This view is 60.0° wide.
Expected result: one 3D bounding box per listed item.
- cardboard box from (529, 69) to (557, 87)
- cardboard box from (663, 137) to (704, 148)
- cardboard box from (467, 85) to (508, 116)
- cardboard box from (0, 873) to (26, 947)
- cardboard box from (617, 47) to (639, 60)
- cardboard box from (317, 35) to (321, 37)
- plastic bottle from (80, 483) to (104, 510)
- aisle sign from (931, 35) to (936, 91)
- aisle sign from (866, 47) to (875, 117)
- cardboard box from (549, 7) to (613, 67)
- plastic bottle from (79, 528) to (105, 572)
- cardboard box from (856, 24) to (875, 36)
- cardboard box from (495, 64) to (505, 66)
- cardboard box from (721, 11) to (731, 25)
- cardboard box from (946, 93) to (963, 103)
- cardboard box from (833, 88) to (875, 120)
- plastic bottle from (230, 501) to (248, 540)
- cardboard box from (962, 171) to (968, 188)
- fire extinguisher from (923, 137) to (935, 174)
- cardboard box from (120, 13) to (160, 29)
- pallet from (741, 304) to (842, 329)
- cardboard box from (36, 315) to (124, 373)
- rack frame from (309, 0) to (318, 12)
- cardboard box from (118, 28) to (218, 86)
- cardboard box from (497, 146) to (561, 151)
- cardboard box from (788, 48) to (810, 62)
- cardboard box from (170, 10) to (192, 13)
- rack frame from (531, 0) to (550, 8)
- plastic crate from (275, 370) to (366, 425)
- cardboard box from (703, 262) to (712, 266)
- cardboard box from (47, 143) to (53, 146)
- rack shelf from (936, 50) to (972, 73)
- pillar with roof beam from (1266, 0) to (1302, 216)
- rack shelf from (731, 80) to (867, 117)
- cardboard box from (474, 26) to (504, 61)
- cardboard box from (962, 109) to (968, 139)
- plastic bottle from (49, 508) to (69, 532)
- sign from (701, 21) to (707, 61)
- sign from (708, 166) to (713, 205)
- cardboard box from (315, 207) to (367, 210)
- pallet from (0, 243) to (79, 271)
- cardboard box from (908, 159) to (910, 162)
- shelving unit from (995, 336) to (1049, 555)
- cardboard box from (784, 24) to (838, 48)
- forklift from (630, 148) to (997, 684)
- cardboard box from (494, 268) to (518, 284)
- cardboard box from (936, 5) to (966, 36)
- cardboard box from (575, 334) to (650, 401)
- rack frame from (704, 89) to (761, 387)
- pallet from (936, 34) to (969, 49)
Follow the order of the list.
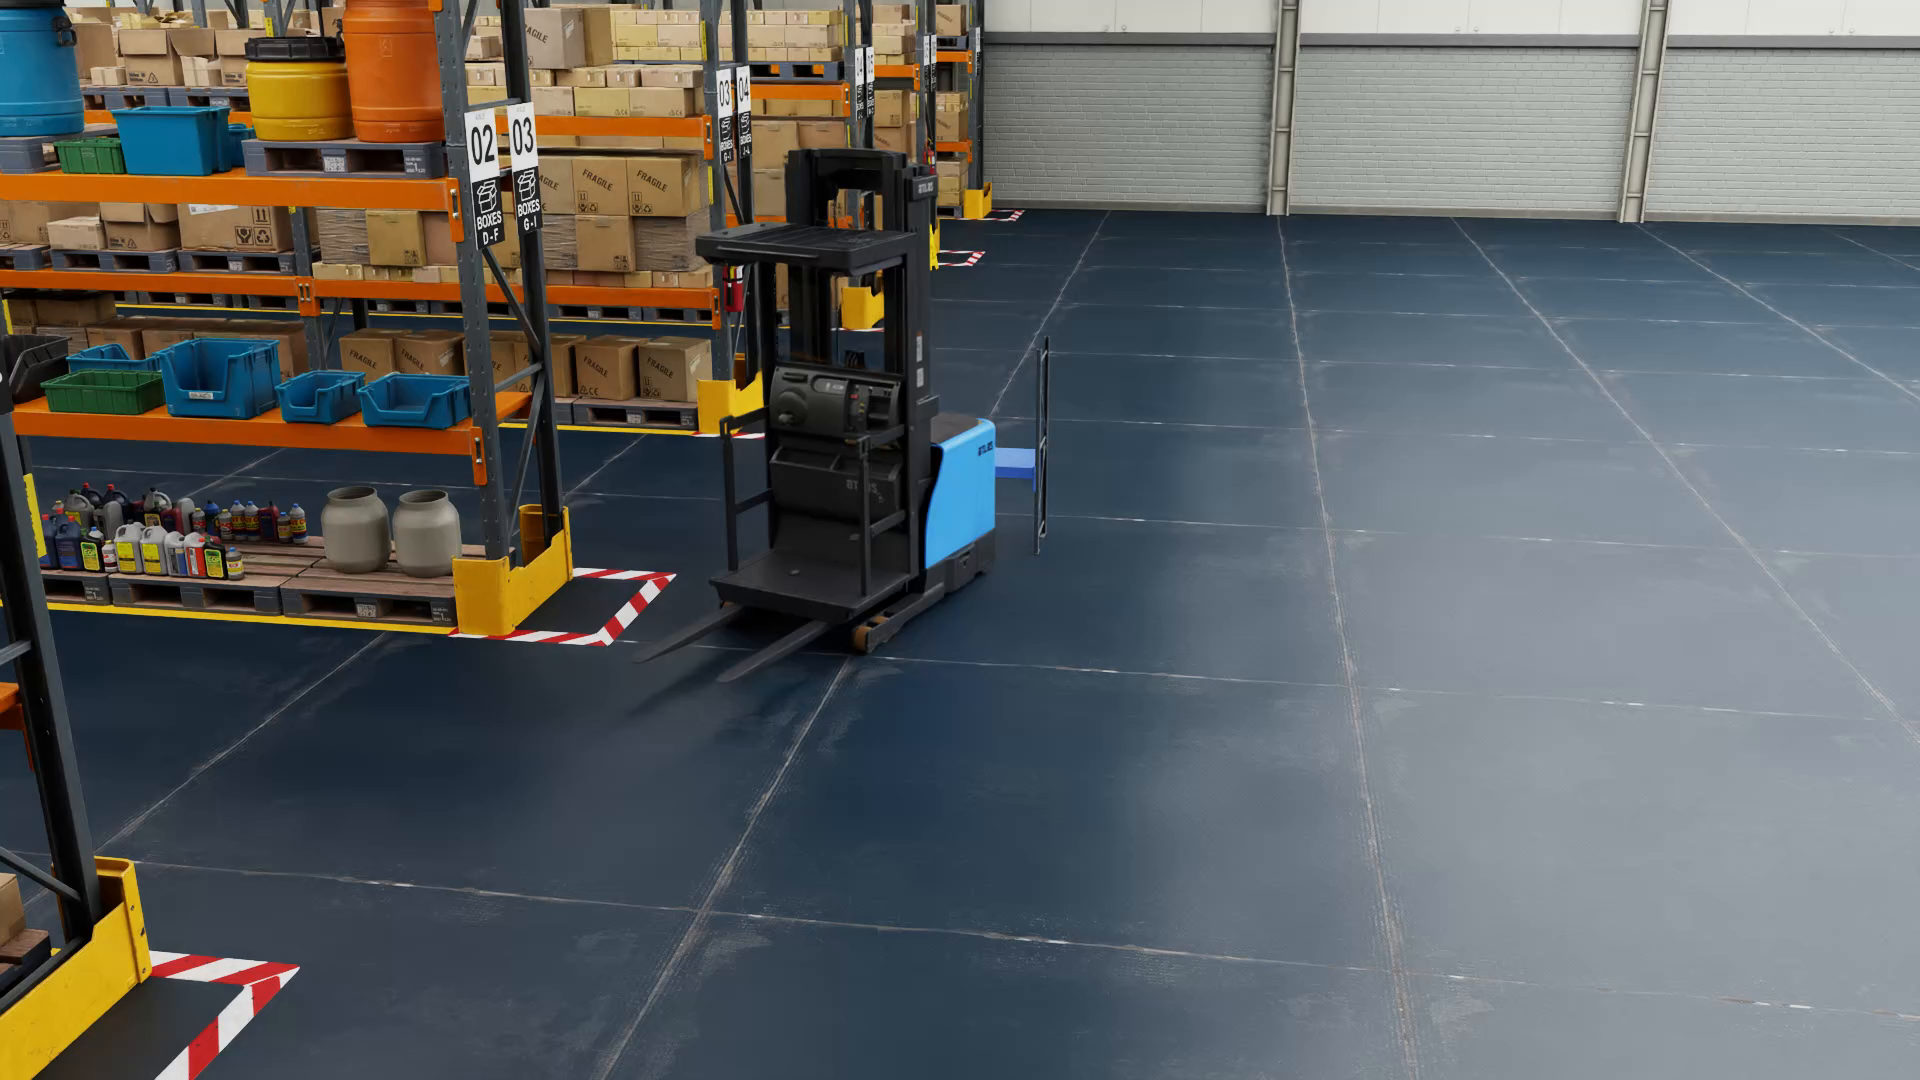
[{"bbox_3d":[-3.673,-4.091,14.682,0.250,0.149,0.380,2,19,6],"label":"cardboard box"},{"bbox_3d":[-3.172,-4.785,19.937,0.500,0.550,0.875,3,19,9],"label":"cardboard box"},{"bbox_3d":[-4.077,-3.939,14.856,0.500,0.250,0.500,3,19,8],"label":"cardboard box"},{"bbox_3d":[-4.135,1.545,6.629,0.500,0.250,0.500,3,19,9],"label":"cardboard box"},{"bbox_3d":[-3.818,-5.691,19.433,0.250,0.149,0.380,3,19,8],"label":"cardboard box"},{"bbox_3d":[-7.396,-5.988,20.066,0.500,0.311,0.500,3,19,8],"label":"cardboard box"},{"bbox_3d":[-6.119,-0.226,11.733,0.185,0.351,0.144,2,19,7],"label":"plastic bottle"},{"bbox_3d":[-0.383,-6.998,24.393,0.004,0.787,0.394,3,19,9],"label":"aisle sign"},{"bbox_3d":[-1.061,-5.438,19.732,0.004,0.787,0.394,3,19,9],"label":"aisle sign"},{"bbox_3d":[-3.488,-4.574,15.104,0.500,0.500,0.500,3,19,8],"label":"cardboard box"},{"bbox_3d":[-5.727,0.065,10.969,0.133,0.283,0.061,4,19,11],"label":"plastic bottle"},{"bbox_3d":[-1.378,-7.309,23.832,0.250,0.149,0.380,3,19,8],"label":"cardboard box"},{"bbox_3d":[-4.094,-4.276,15.237,0.250,0.149,0.380,2,19,7],"label":"cardboard box"},{"bbox_3d":[-2.567,-6.005,19.116,0.250,0.149,0.380,3,19,9],"label":"cardboard box"},{"bbox_3d":[-0.097,-7.674,28.863,0.250,0.149,0.380,3,19,9],"label":"cardboard box"},{"bbox_3d":[-1.531,-6.319,24.258,0.500,0.500,0.700,3,19,9],"label":"cardboard box"},{"bbox_3d":[-5.029,-0.141,11.602,0.097,0.271,0.097,0,18,0],"label":"plastic bottle"},{"bbox_3d":[-0.141,-6.447,29.728,0.500,0.250,0.500,3,19,10],"label":"cardboard box"},{"bbox_3d":[-0.454,-5.484,24.088,0.183,0.674,0.296,3,19,9],"label":"fire extinguisher"},{"bbox_3d":[-10.027,-6.311,20.345,0.258,0.266,0.396,3,19,9],"label":"cardboard box"},{"bbox_3d":[-1.981,-2.808,20.364,1.213,0.211,1.003,3,19,9],"label":"pallet"},{"bbox_3d":[-8.750,-1.941,16.622,0.500,0.500,0.700,1,19,4],"label":"cardboard box"},{"bbox_3d":[-11.558,-10.675,30.026,0.127,3.000,1.000,3,19,9],"label":"rack frame"},{"bbox_3d":[-7.394,-4.540,15.593,0.637,0.503,0.797,4,19,11],"label":"cardboard box"},{"bbox_3d":[-4.046,-3.417,15.587,0.500,0.500,0.500,3,19,9],"label":"cardboard box"},{"bbox_3d":[-1.810,-5.589,19.127,0.250,0.149,0.380,3,19,9],"label":"cardboard box"},{"bbox_3d":[-14.112,-9.608,30.542,0.500,0.250,0.500,3,19,8],"label":"cardboard box"},{"bbox_3d":[-5.128,-7.161,19.524,0.127,3.000,1.000,3,19,9],"label":"rack frame"},{"bbox_3d":[-4.033,-0.910,10.530,0.408,0.251,0.499,3,19,9],"label":"plastic crate"},{"bbox_3d":[-2.309,-2.536,15.552,0.250,0.149,0.380,3,19,9],"label":"cardboard box"},{"bbox_3d":[-11.578,-5.069,21.521,0.250,0.149,0.380,2,19,7],"label":"cardboard box"},{"bbox_3d":[-1.685,-8.408,29.112,4.000,0.370,1.077,3,19,9],"label":"rack shelf"},{"bbox_3d":[4.987,-8.738,24.236,0.400,9.000,9.100,3,19,9],"label":"pillar with roof beam"},{"bbox_3d":[-3.154,-5.297,19.814,4.000,0.370,1.077,3,19,9],"label":"rack shelf"},{"bbox_3d":[-6.882,-7.477,25.033,0.637,0.503,0.797,3,19,9],"label":"cardboard box"},{"bbox_3d":[-0.155,-7.386,29.491,0.500,0.500,0.500,4,19,10],"label":"cardboard box"},{"bbox_3d":[-6.046,-0.043,11.185,0.185,0.351,0.144,3,19,9],"label":"plastic bottle"},{"bbox_3d":[-2.173,-4.236,14.113,0.005,0.325,0.100,3,19,9],"label":"sign"},{"bbox_3d":[-2.173,-3.092,14.495,0.005,0.325,0.100,3,19,9],"label":"sign"},{"bbox_3d":[-5.611,-3.328,15.320,0.500,0.500,0.500,3,19,9],"label":"cardboard box"},{"bbox_3d":[-9.244,-2.875,16.472,1.003,0.211,1.213,3,19,9],"label":"pallet"},{"bbox_3d":[-0.897,-5.504,24.420,0.250,0.149,0.380,4,19,10],"label":"cardboard box"},{"bbox_3d":[0.086,-0.708,12.057,1.048,1.500,0.538,3,19,9],"label":"shelving unit"},{"bbox_3d":[-1.707,-5.791,19.105,0.500,0.250,0.500,3,19,9],"label":"cardboard box"},{"bbox_3d":[-0.885,-0.857,10.246,1.130,2.935,3.031,10,21,27],"label":"forklift"},{"bbox_3d":[-4.113,-2.474,15.365,0.250,0.149,0.380,3,19,9],"label":"cardboard box"},{"bbox_3d":[-0.186,-8.889,28.437,0.500,0.500,0.500,4,19,10],"label":"cardboard box"},{"bbox_3d":[-3.275,-1.636,15.743,0.500,0.500,0.500,8,20,23],"label":"cardboard box"},{"bbox_3d":[-2.065,-2.566,15.246,0.127,3.000,1.000,3,19,9],"label":"rack frame"},{"bbox_3d":[-0.404,-8.651,28.841,1.213,0.211,1.003,3,19,9],"label":"pallet"}]
